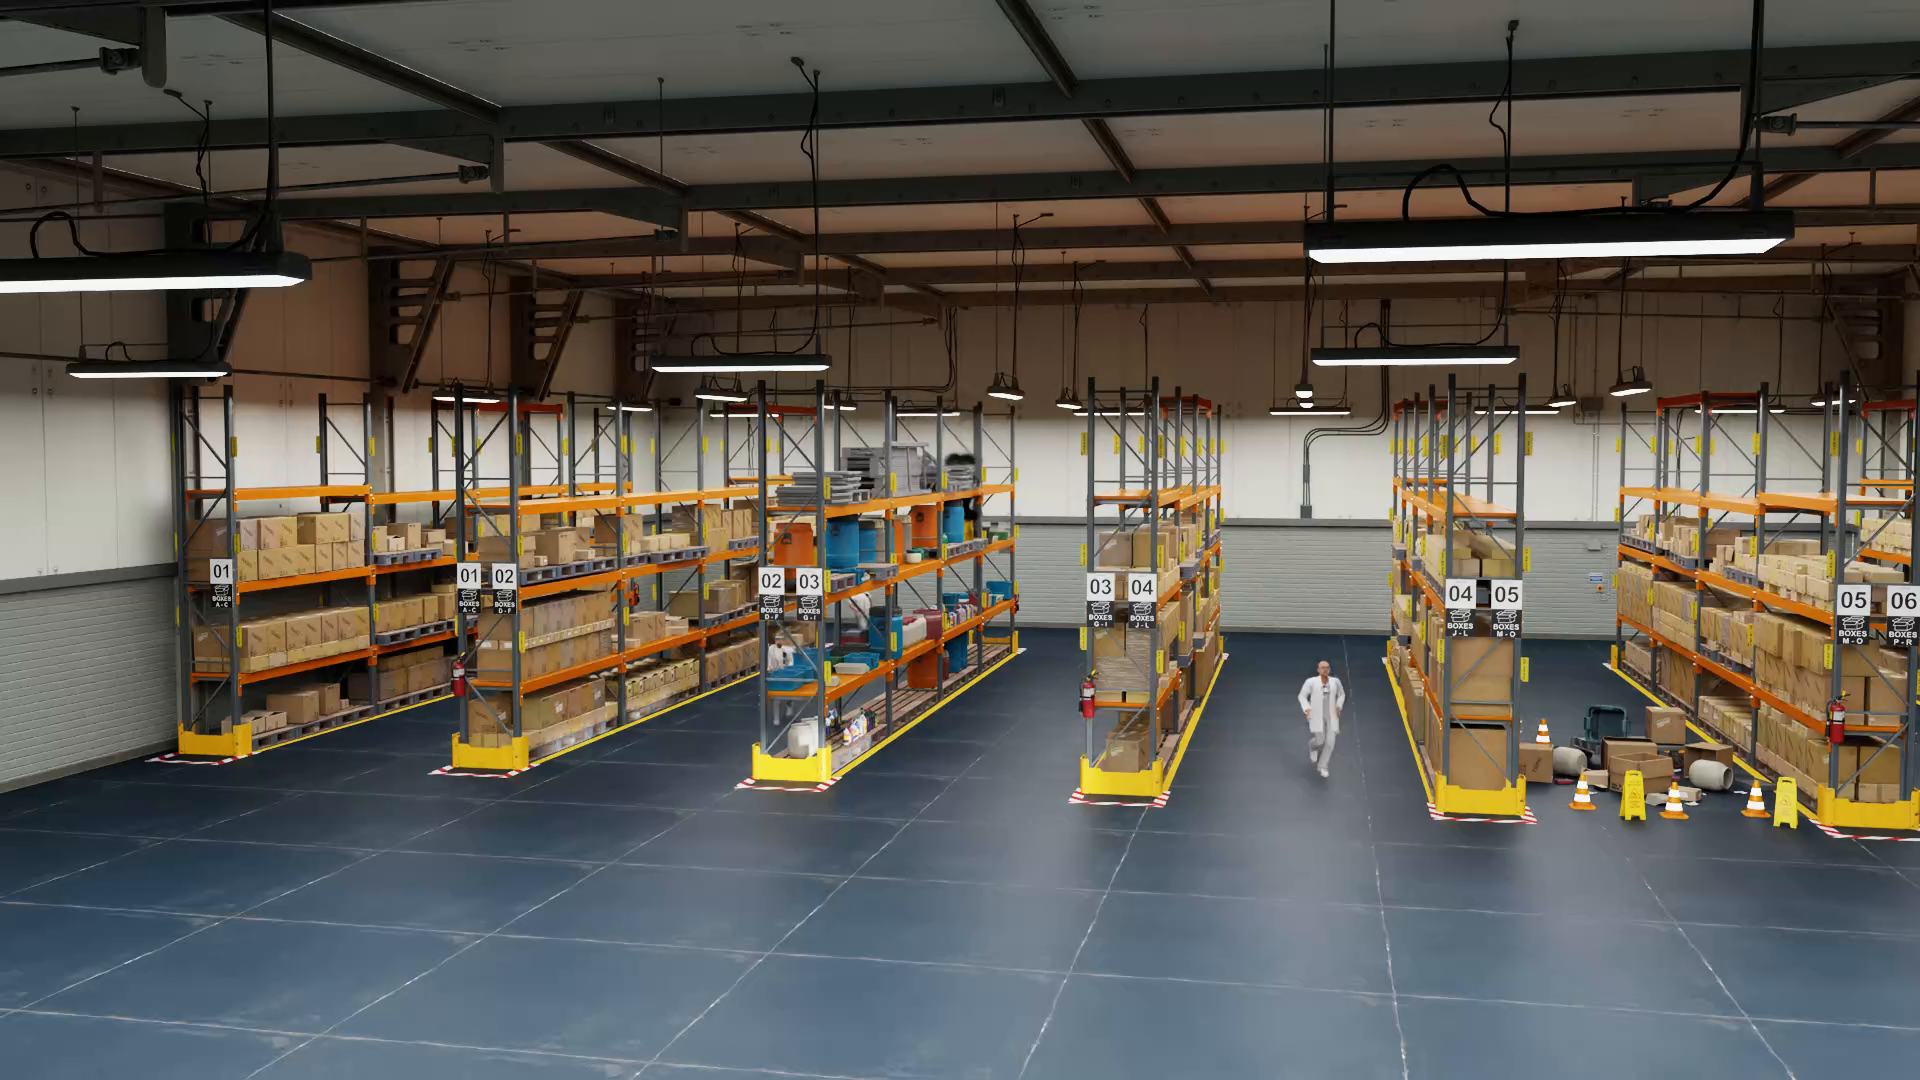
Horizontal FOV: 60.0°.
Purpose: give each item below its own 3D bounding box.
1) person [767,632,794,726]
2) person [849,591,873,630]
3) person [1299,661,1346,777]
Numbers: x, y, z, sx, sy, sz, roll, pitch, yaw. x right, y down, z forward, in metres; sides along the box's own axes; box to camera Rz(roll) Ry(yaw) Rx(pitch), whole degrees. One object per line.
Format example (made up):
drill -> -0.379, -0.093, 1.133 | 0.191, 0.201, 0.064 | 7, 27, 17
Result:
person -> -3.303, 2.485, 30.292 | 0.511, 1.676, 0.948 | 1, 3, 12
person -> -2.392, 1.837, 41.179 | 0.718, 1.737, 0.590 | -1, 3, -17
person -> 5.569, 2.724, 25.535 | 0.724, 1.752, 0.653 | 0, 3, -3
